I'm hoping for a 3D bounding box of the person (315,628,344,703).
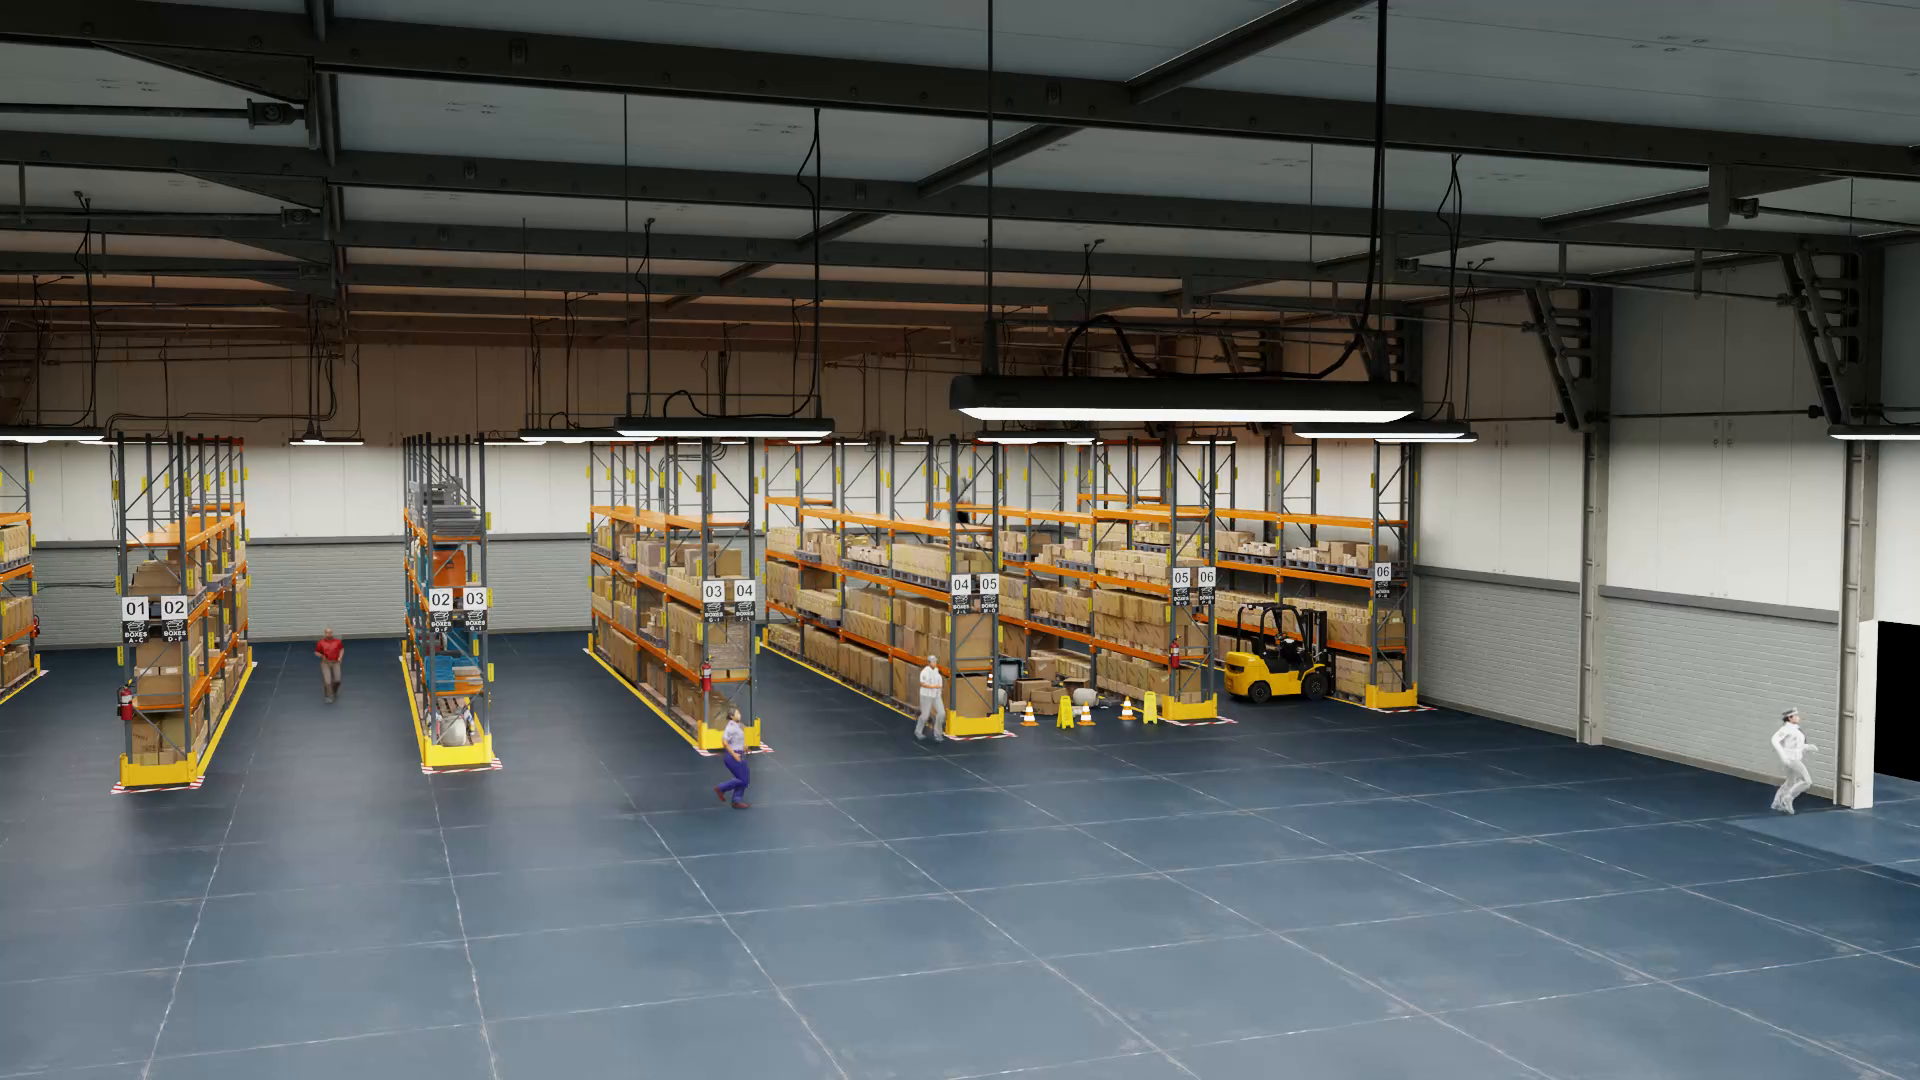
[{"bbox_3d":[-14.065,2.813,37.178,0.645,1.685,0.604,-2,4,-30],"label":"person"}]

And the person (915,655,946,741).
[{"bbox_3d":[-0.563,3.112,32.518,0.734,1.745,0.625,3,4,44],"label":"person"}]

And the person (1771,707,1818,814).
[{"bbox_3d":[13.022,3.436,25.952,0.639,1.663,0.593,2,4,35],"label":"person"}]

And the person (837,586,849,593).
[{"bbox_3d":[-3.551,1.972,50.370,0.914,1.735,0.674,-1,3,-16],"label":"person"}]

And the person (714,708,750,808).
[{"bbox_3d":[-3.615,3.459,26.395,0.566,1.599,0.623,0,3,-4],"label":"person"}]
